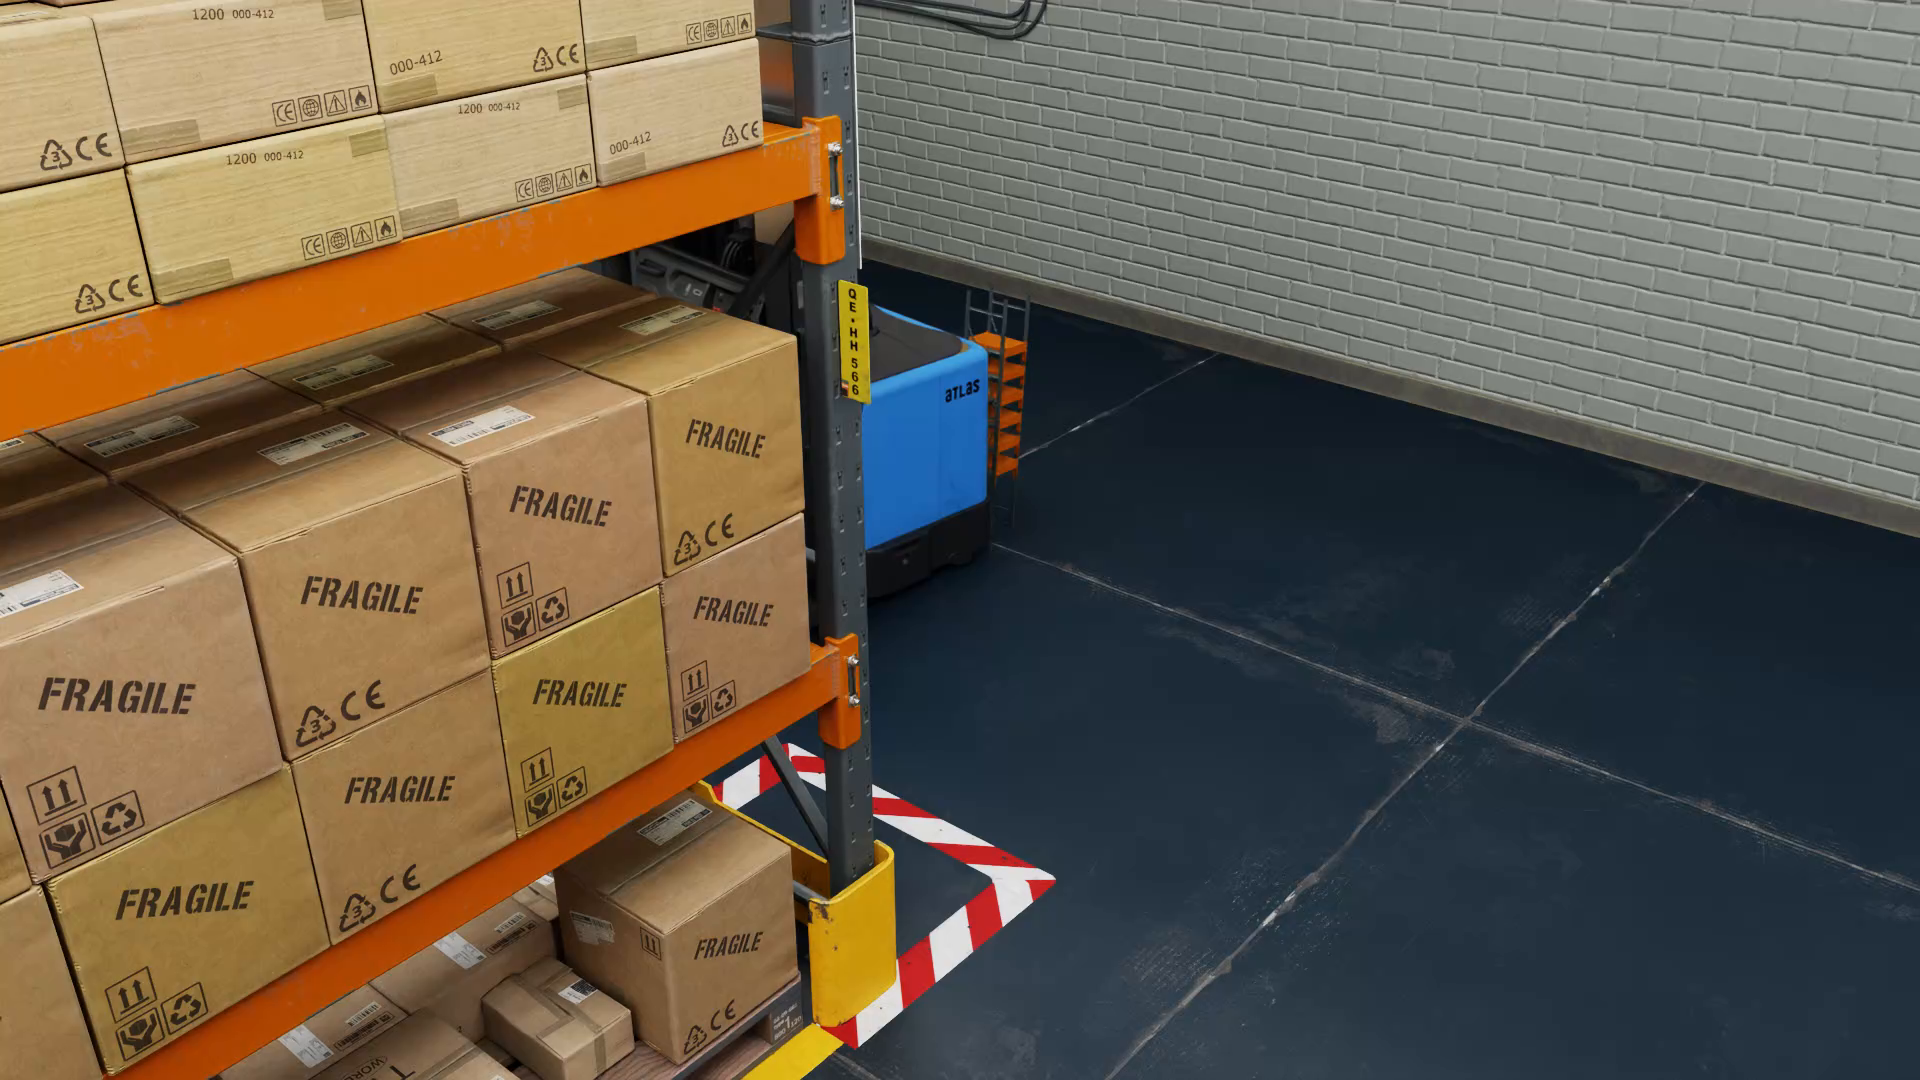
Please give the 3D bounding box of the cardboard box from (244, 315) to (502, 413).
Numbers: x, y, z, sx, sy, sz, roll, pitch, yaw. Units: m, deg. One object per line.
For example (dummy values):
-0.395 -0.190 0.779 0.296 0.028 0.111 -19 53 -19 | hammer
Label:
-1.506 -0.256 4.283 0.500 0.500 0.500 21 34 35 | cardboard box

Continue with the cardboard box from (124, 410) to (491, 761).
-1.411 0.079 3.635 0.500 0.500 0.500 22 34 36 | cardboard box

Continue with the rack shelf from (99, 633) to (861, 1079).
-1.966 0.994 3.848 1.077 0.370 4.000 21 34 34 | rack shelf

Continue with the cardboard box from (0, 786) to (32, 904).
-2.066 0.445 2.929 0.500 0.500 0.500 20 33 33 | cardboard box

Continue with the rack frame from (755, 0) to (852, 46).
-0.694 -2.700 3.675 1.000 3.000 0.127 21 34 34 | rack frame

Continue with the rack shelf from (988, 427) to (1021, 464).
0.141 -0.479 8.212 0.258 0.103 0.180 20 28 33 | rack shelf

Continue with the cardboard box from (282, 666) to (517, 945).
-1.417 0.519 3.873 0.500 0.500 0.500 21 34 35 | cardboard box

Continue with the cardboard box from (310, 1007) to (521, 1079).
-1.477 1.584 4.438 0.500 0.250 0.500 21 34 34 | cardboard box

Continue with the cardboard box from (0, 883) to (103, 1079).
-2.060 0.879 3.178 0.500 0.500 0.500 21 34 34 | cardboard box

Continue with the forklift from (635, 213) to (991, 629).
-1.275 -0.935 6.867 3.031 2.935 1.130 -23 35 -37 | forklift

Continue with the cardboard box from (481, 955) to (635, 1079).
-1.176 1.410 4.865 0.380 0.166 0.250 21 34 34 | cardboard box

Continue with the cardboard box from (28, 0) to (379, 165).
-1.462 -0.913 3.104 0.500 0.250 0.500 21 34 34 | cardboard box

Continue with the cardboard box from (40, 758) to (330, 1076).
-1.738 0.698 3.528 0.500 0.500 0.500 20 34 34 | cardboard box

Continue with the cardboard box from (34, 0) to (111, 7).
-1.626 -1.308 3.052 0.700 0.500 0.500 21 34 34 | cardboard box

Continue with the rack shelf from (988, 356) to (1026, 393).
0.161 -0.809 8.071 0.258 0.103 0.180 20 28 33 | rack shelf

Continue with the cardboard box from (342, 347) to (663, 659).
-1.085 -0.106 3.993 0.500 0.500 0.500 22 34 36 | cardboard box

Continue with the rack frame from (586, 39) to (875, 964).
-0.694 -0.035 5.053 1.000 3.000 0.127 21 34 34 | rack frame

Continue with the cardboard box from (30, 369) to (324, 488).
-1.828 -0.080 3.943 0.500 0.500 0.500 21 34 35 | cardboard box

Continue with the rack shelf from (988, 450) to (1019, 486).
0.134 -0.369 8.259 0.258 0.103 0.180 20 28 33 | rack shelf

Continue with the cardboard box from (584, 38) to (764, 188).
-0.817 -1.041 3.897 0.500 0.250 0.500 21 34 34 | cardboard box

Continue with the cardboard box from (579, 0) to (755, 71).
-0.824 -1.266 3.787 0.500 0.250 0.500 21 34 34 | cardboard box

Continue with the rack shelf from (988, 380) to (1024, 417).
0.155 -0.699 8.118 0.258 0.103 0.180 20 28 33 | rack shelf

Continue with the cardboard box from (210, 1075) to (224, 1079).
-2.047 1.629 4.075 0.797 0.503 0.637 21 34 34 | cardboard box

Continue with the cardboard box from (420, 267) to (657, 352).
-1.179 -0.443 4.645 0.500 0.500 0.500 22 35 36 | cardboard box

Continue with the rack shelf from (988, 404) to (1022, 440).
0.148 -0.589 8.165 0.258 0.103 0.180 20 28 33 | rack shelf

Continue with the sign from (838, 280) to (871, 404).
-0.278 -0.520 4.387 0.100 0.325 0.005 21 34 34 | sign

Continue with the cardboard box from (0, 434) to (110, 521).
-2.150 0.101 3.594 0.500 0.500 0.500 20 34 34 | cardboard box

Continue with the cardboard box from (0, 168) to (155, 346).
-1.782 -0.514 2.877 0.500 0.250 0.500 21 34 34 | cardboard box

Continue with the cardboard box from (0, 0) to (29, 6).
-2.017 -1.158 2.762 0.700 0.500 0.500 21 34 34 | cardboard box

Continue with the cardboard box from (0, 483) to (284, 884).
-1.738 0.261 3.283 0.500 0.500 0.500 22 35 36 | cardboard box

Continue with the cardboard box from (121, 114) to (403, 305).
-1.451 -0.686 3.211 0.500 0.250 0.500 21 34 34 | cardboard box

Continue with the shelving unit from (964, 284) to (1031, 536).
0.150 -0.630 8.147 0.258 1.200 0.189 20 28 33 | shelving unit

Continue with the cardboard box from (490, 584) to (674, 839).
-1.096 0.344 4.212 0.500 0.500 0.500 21 34 35 | cardboard box

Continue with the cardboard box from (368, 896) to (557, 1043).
-1.576 1.278 5.029 0.500 0.250 0.500 21 34 34 | cardboard box

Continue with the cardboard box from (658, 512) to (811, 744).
-0.768 0.159 4.569 0.500 0.500 0.500 22 35 36 | cardboard box

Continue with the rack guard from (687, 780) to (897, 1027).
-0.742 1.102 5.575 1.175 0.500 0.348 21 34 34 | rack guard

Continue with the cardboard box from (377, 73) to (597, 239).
-1.143 -0.867 3.561 0.500 0.250 0.500 21 34 34 | cardboard box

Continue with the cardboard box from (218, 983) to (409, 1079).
-1.894 1.455 4.686 0.500 0.250 0.500 21 34 34 | cardboard box

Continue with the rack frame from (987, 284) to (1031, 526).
0.207 -0.655 8.215 0.240 1.200 0.006 20 28 33 | rack frame

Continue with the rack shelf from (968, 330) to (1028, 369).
0.168 -0.920 8.024 0.258 0.103 0.180 20 28 33 | rack shelf

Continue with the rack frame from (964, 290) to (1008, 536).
0.094 -0.605 8.080 0.240 1.200 0.006 20 28 33 | rack frame

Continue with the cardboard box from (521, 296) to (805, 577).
-0.764 -0.285 4.340 0.500 0.500 0.500 20 34 34 | cardboard box

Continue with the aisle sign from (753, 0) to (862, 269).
-0.414 -1.124 4.330 0.394 0.787 0.004 21 34 34 | aisle sign

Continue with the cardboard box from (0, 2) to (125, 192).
-1.775 -0.733 2.758 0.500 0.250 0.500 21 34 34 | cardboard box

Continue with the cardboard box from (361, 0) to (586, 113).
-1.141 -1.089 3.445 0.500 0.250 0.500 21 34 34 | cardboard box

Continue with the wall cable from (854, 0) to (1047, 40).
-0.645 -4.668 10.859 3.097 2.526 0.112 21 34 34 | wall cable

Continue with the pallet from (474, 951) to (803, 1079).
-1.248 1.514 5.095 1.003 0.211 1.213 21 34 34 | pallet

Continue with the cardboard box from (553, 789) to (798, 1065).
-0.849 1.145 5.015 0.500 0.500 0.500 21 34 34 | cardboard box

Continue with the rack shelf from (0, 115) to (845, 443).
-1.966 -0.339 3.159 1.077 0.370 4.000 21 34 34 | rack shelf

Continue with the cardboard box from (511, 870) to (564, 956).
-1.384 1.165 5.339 0.380 0.166 0.250 21 34 34 | cardboard box
